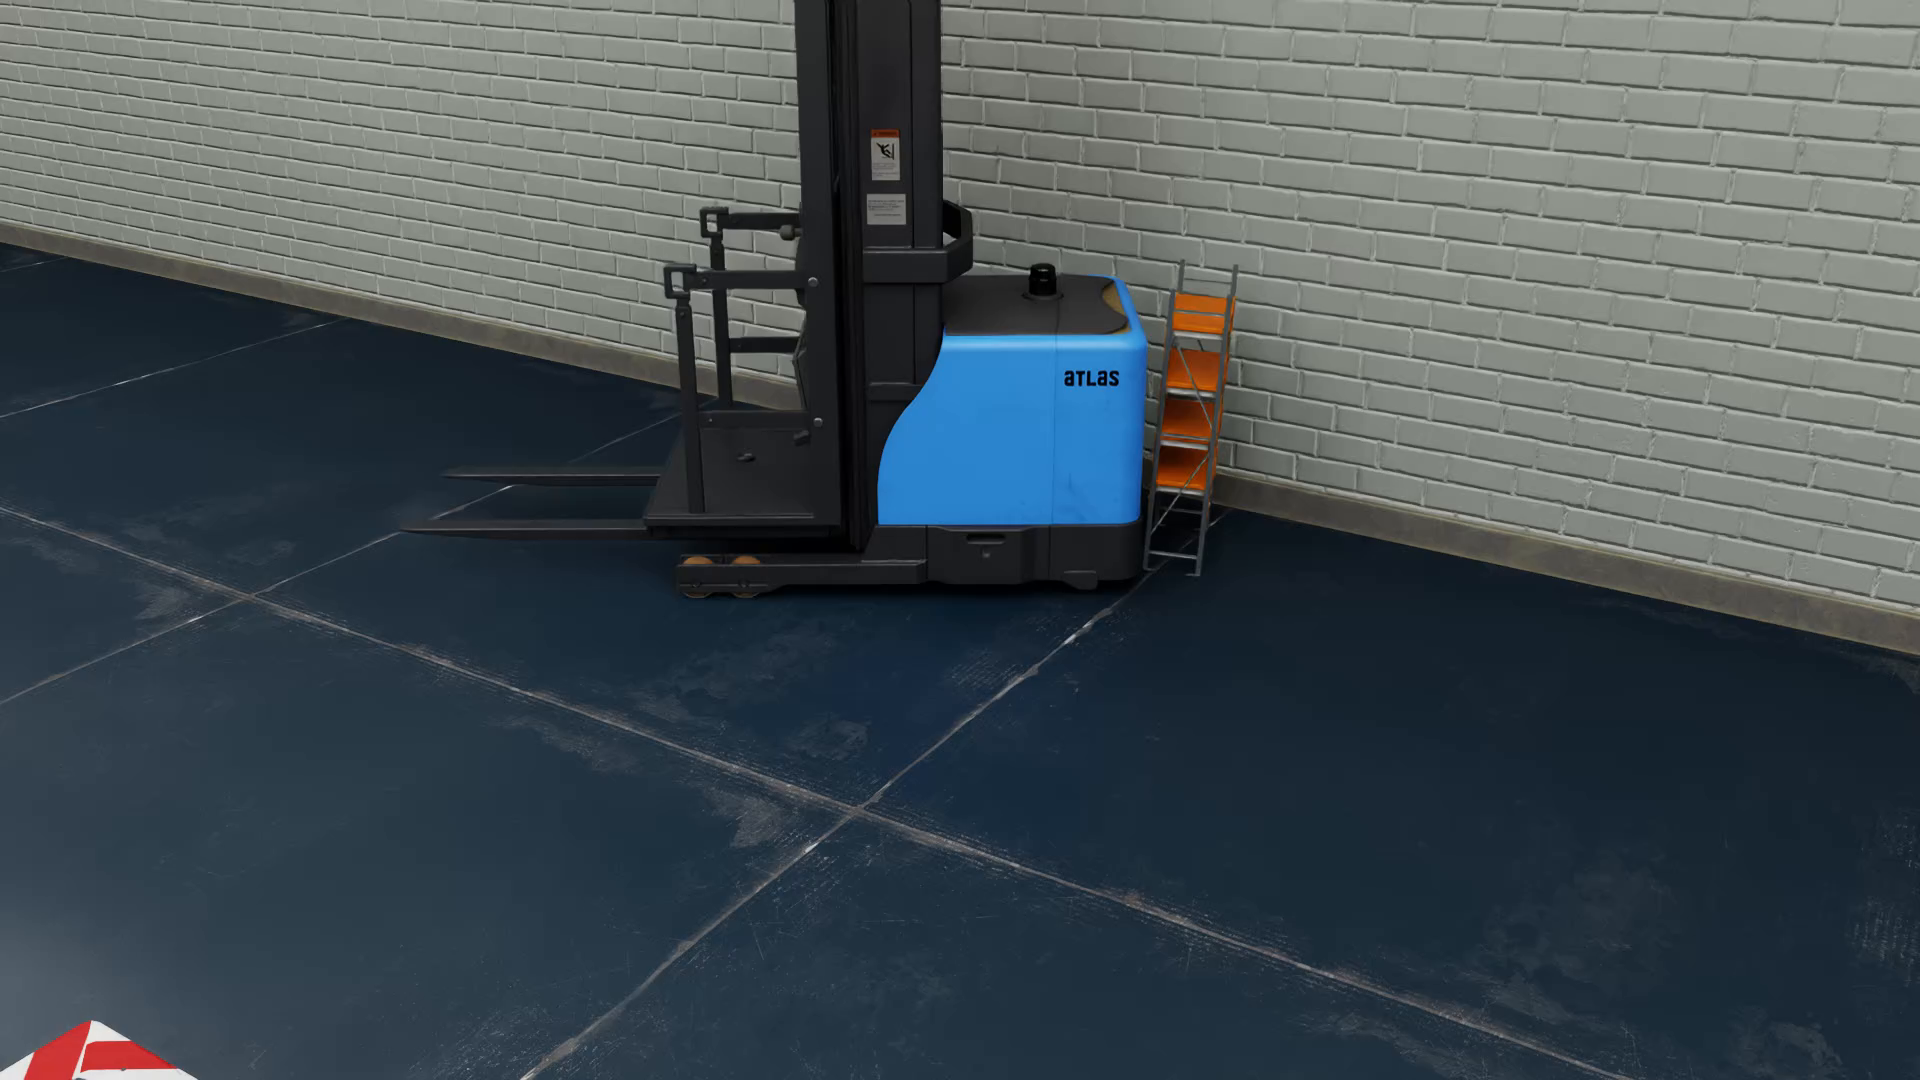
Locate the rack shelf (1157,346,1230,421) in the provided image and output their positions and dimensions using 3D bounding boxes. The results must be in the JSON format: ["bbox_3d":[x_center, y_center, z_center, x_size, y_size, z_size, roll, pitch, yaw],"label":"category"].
[{"bbox_3d":[0.962,-0.648,6.829,0.258,0.148,0.480,7,24,9],"label":"rack shelf"}]

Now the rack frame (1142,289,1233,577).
[{"bbox_3d":[0.906,-0.411,6.673,0.240,1.200,0.015,7,24,9],"label":"rack frame"}]

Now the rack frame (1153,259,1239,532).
[{"bbox_3d":[1.002,-0.601,7.112,0.240,1.200,0.015,7,24,9],"label":"rack frame"}]

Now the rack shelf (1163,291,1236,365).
[{"bbox_3d":[0.973,-0.864,6.733,0.258,0.148,0.480,7,24,9],"label":"rack shelf"}]

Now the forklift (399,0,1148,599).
[{"bbox_3d":[-0.781,-1.321,6.611,3.031,2.935,1.130,0,23,0],"label":"forklift"}]

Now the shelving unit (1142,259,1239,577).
[{"bbox_3d":[0.954,-0.506,6.892,0.258,1.200,0.503,7,24,9],"label":"shelving unit"}]

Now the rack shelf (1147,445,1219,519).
[{"bbox_3d":[0.942,-0.263,7.000,0.258,0.148,0.480,7,24,9],"label":"rack shelf"}]

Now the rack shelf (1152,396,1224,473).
[{"bbox_3d":[0.951,-0.444,6.919,0.258,0.148,0.480,7,24,9],"label":"rack shelf"}]
